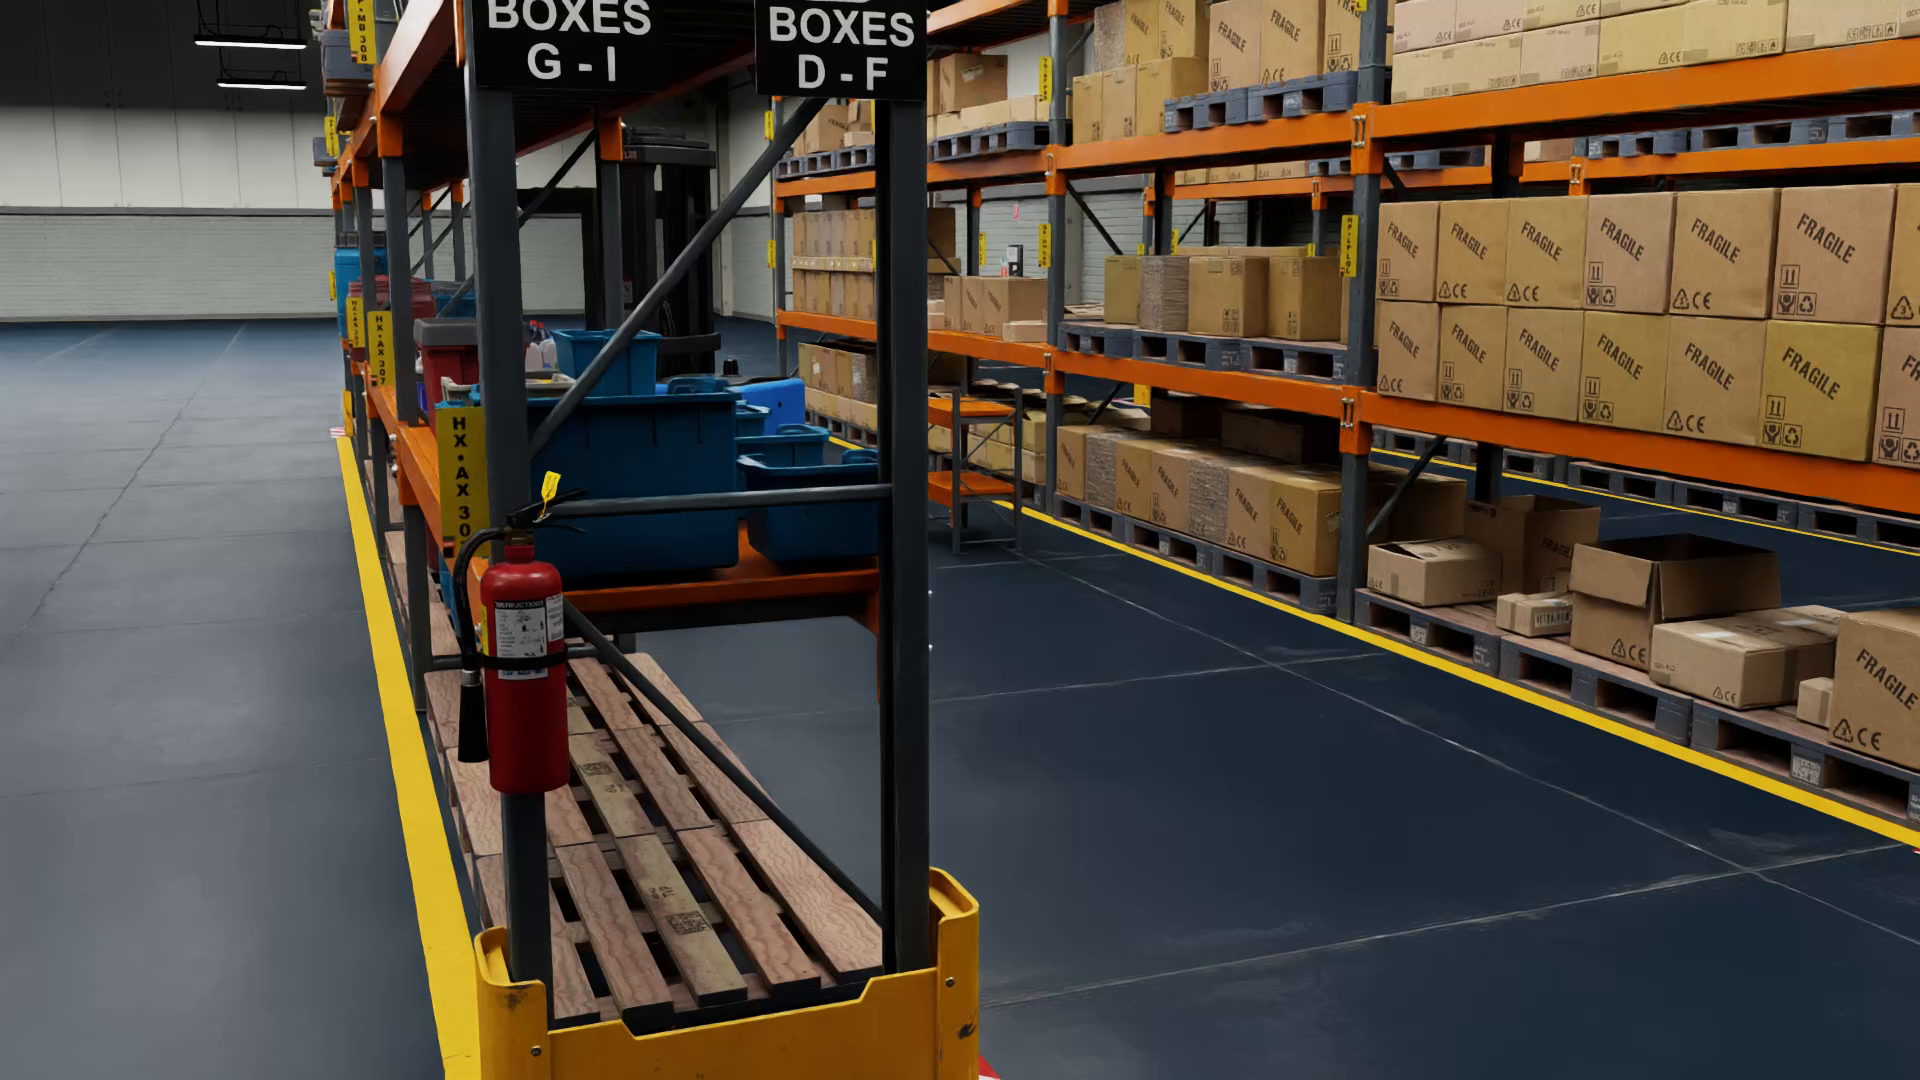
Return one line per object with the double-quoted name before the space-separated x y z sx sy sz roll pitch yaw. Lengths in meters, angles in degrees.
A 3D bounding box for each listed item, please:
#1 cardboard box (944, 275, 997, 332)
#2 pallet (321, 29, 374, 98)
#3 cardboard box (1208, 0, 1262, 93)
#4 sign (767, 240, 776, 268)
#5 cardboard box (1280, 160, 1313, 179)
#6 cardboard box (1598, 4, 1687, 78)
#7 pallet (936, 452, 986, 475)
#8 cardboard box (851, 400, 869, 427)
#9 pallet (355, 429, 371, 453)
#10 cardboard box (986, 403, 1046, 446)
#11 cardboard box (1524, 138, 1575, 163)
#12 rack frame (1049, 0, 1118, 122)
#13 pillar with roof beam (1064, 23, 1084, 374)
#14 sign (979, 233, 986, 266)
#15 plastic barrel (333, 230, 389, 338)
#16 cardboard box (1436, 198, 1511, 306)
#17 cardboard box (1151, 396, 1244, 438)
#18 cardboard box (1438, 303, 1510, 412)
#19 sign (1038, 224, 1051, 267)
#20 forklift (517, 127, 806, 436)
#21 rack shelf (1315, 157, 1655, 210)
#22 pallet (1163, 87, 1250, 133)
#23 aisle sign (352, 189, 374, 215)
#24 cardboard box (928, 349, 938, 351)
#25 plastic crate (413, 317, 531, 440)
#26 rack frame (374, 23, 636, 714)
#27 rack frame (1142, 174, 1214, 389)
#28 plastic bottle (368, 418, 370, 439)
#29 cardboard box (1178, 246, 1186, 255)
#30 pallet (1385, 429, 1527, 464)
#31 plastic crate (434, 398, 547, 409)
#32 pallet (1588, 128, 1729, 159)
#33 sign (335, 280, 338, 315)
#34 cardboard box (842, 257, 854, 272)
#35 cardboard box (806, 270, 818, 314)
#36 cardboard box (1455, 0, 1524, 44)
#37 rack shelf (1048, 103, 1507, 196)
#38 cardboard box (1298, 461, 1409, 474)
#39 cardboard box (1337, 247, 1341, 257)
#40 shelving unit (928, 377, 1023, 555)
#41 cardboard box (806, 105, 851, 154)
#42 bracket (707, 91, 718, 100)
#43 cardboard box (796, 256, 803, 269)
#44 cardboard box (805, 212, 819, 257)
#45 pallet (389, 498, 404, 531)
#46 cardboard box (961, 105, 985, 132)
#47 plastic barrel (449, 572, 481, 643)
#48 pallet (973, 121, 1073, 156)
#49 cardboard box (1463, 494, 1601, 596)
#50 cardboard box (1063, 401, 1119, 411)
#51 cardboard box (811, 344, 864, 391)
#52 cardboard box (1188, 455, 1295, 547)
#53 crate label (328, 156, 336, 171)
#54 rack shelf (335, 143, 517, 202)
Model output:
"cardboard box" 0.162 -2.189 15.377 0.500 0.500 0.500 -3 11 -17
"pallet" -2.387 -2.238 7.913 1.213 0.211 1.003 -4 11 -21
"cardboard box" 2.007 -3.133 10.633 0.600 0.600 0.600 -4 11 -23
"sign" -2.261 -3.436 19.975 0.100 0.325 0.005 -4 11 -21
"cardboard box" 3.909 -4.270 18.455 0.500 0.500 0.500 -4 11 -19
"cardboard box" 3.094 -2.110 7.077 0.500 0.250 0.500 -4 11 -21
"pallet" 0.457 -0.662 15.041 1.003 0.211 1.213 -4 11 -21
"cardboard box" -0.836 -1.349 17.594 0.500 0.250 0.500 -4 11 -21
"pallet" -5.561 -0.977 16.813 1.003 0.211 1.213 -4 11 -21
"cardboard box" 0.543 -0.983 13.932 0.500 0.311 0.500 -4 11 -22
"cardboard box" 5.260 -3.558 14.988 0.500 0.311 0.500 -4 11 -21
"rack frame" 1.157 -4.653 12.384 1.000 3.000 0.127 -4 11 -21
"pillar with roof beam" -2.253 -6.921 25.132 9.100 9.000 0.400 -4 11 -21
"sign" 0.210 -2.919 16.688 0.100 0.325 0.005 -4 11 -21
"plastic barrel" -5.053 -2.203 14.309 0.600 0.901 0.708 -4 11 -21
"cardboard box" 2.703 -1.409 8.136 0.500 0.500 0.500 -4 11 -23
"cardboard box" 1.739 -0.908 12.199 0.500 0.250 0.500 -3 11 -19
"cardboard box" 2.726 -0.912 8.196 0.500 0.500 0.500 -4 11 -20
"sign" 0.641 -2.234 12.607 0.100 0.325 0.005 -4 11 -21
"forklift" -2.736 -1.670 12.940 3.031 2.935 1.130 5 11 25
"rack shelf" 5.048 -3.464 16.316 1.077 0.370 4.000 -4 11 -21
"pallet" 2.057 -2.711 10.567 1.213 0.211 1.003 -4 11 -21
"aisle sign" -6.659 -3.965 18.220 0.394 0.787 0.004 -4 11 -21
"cardboard box" -0.531 -1.833 18.173 0.500 0.500 0.500 -4 11 -21
"plastic crate" -1.922 -0.632 6.555 0.402 0.464 0.583 -4 11 -21
"rack frame" -2.011 -0.733 7.475 1.000 3.000 0.127 -4 11 -21
"rack frame" 2.874 -3.320 22.021 1.000 3.000 0.127 -4 11 -21
"plastic bottle" -5.654 -1.112 16.127 0.152 0.276 0.135 -4 11 -20
"cardboard box" 2.936 -3.447 20.964 0.500 0.500 0.500 -4 11 -21
"pallet" 5.053 -0.968 16.760 1.003 0.211 1.213 -4 11 -21
"plastic crate" -1.545 -0.346 5.607 0.416 0.233 0.300 -4 11 -21
"pallet" 6.056 -3.297 13.862 1.213 0.211 1.003 -3 11 -18
"sign" -5.427 -2.142 14.606 0.100 0.325 0.005 -4 11 -21
"cardboard box" -1.049 -2.959 17.853 0.380 0.149 0.250 -4 11 -19
"cardboard box" -1.390 -2.892 19.328 0.700 0.500 0.500 -4 11 -19
"cardboard box" 2.734 -2.519 7.952 0.500 0.250 0.500 -4 11 -21
"rack shelf" 1.882 -2.496 10.874 1.077 0.370 4.000 -4 11 -21
"cardboard box" 2.455 -0.213 10.435 0.500 0.500 0.500 -4 11 -20
"cardboard box" 4.348 -3.063 18.802 0.500 0.500 0.500 -4 11 -22
"shelving unit" 0.002 -0.553 11.815 0.538 1.125 1.048 -4 11 -21
"cardboard box" -1.395 -4.519 18.308 0.500 0.500 0.500 -4 11 -21
"bracket" -7.118 -12.793 47.868 0.235 0.232 0.430 -4 11 -21
"cardboard box" -1.702 -3.253 19.506 0.380 0.149 0.250 -4 11 -22
"cardboard box" -1.370 -3.522 19.166 0.700 0.500 0.500 -4 11 -22
"pallet" -3.705 -0.142 12.114 1.003 0.211 1.213 -4 11 -21
"cardboard box" 0.343 -3.646 14.517 0.500 0.250 0.500 -5 11 -26
"plastic barrel" -2.193 0.004 8.127 0.600 0.901 0.708 -4 11 -21
"pallet" 0.828 -3.188 13.254 1.213 0.211 1.003 -3 11 -18
"cardboard box" 3.078 0.042 8.998 0.500 0.500 0.500 -4 11 -21
"cardboard box" 1.043 -1.018 14.129 0.500 0.311 0.500 -4 11 -22
"cardboard box" -1.379 -1.964 18.905 0.500 0.500 0.500 -4 11 -21
"cardboard box" 1.808 -0.258 10.687 0.500 0.500 0.500 -4 11 -20
"crate label" -5.990 -3.769 16.401 0.502 0.251 0.408 -4 11 -21
"rack shelf" -4.186 -2.835 12.781 1.077 0.370 4.000 -4 11 -21
